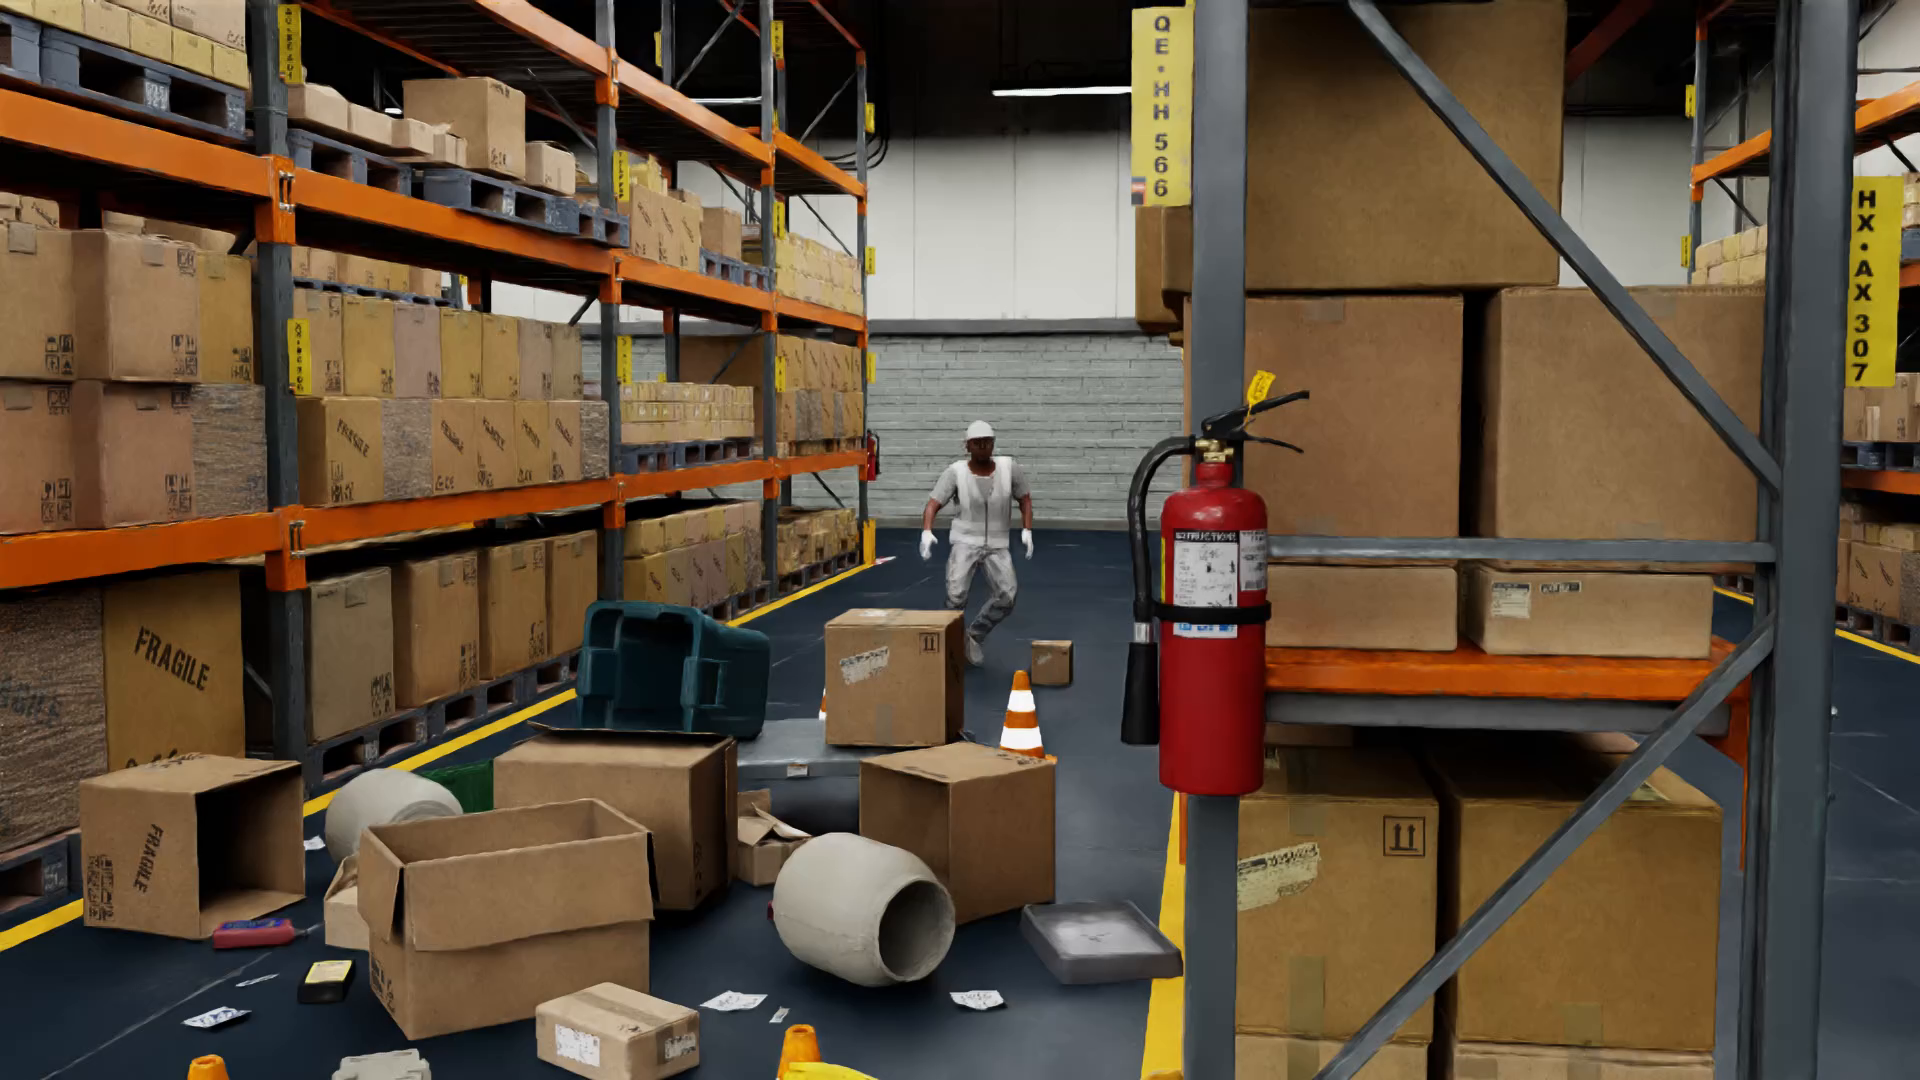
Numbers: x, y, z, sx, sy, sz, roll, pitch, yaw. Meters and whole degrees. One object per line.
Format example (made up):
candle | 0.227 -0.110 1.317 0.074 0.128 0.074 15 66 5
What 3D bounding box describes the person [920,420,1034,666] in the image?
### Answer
person | 0.095 0.028 11.296 0.848 1.678 0.501 -1 5 -17
